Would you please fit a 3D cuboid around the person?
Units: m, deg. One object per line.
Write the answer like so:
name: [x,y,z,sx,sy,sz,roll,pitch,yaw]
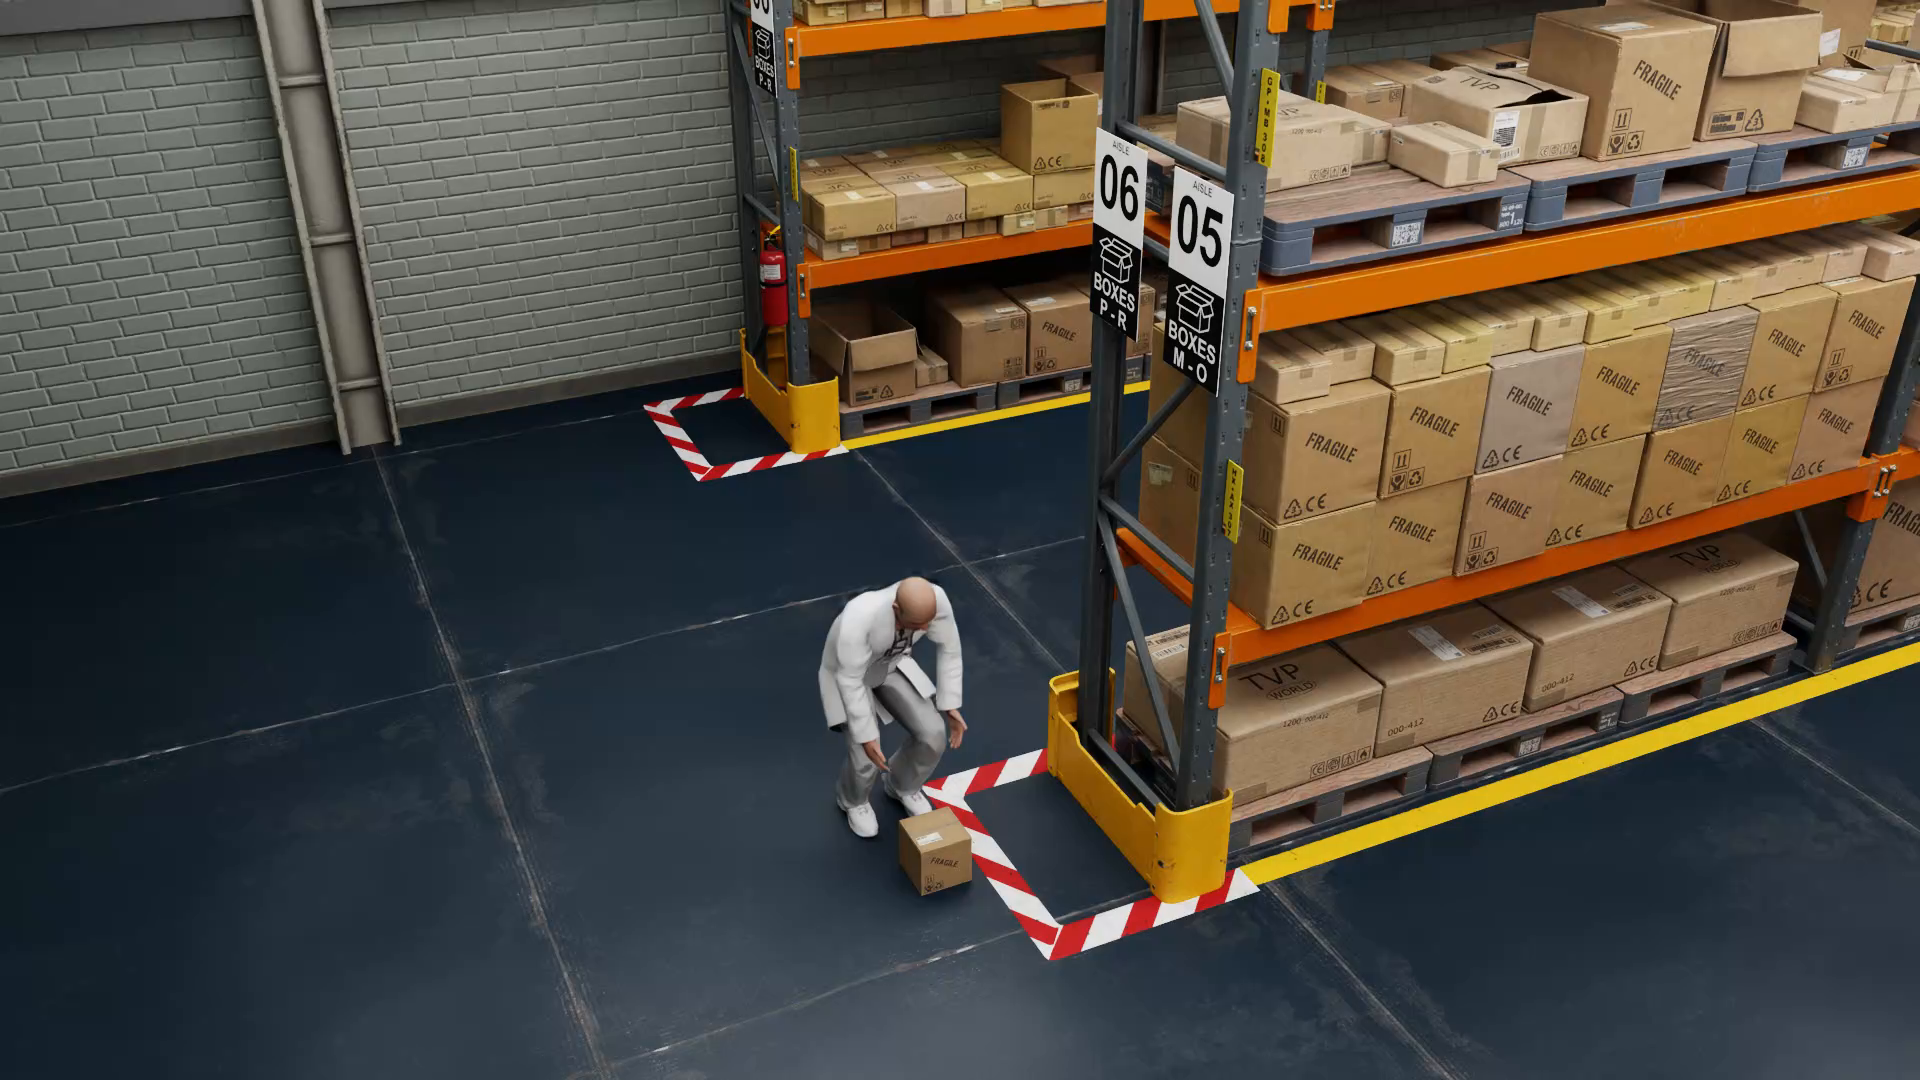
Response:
person: [-0.320,0.689,7.617,0.631,1.410,0.719,-15,32,-25]
